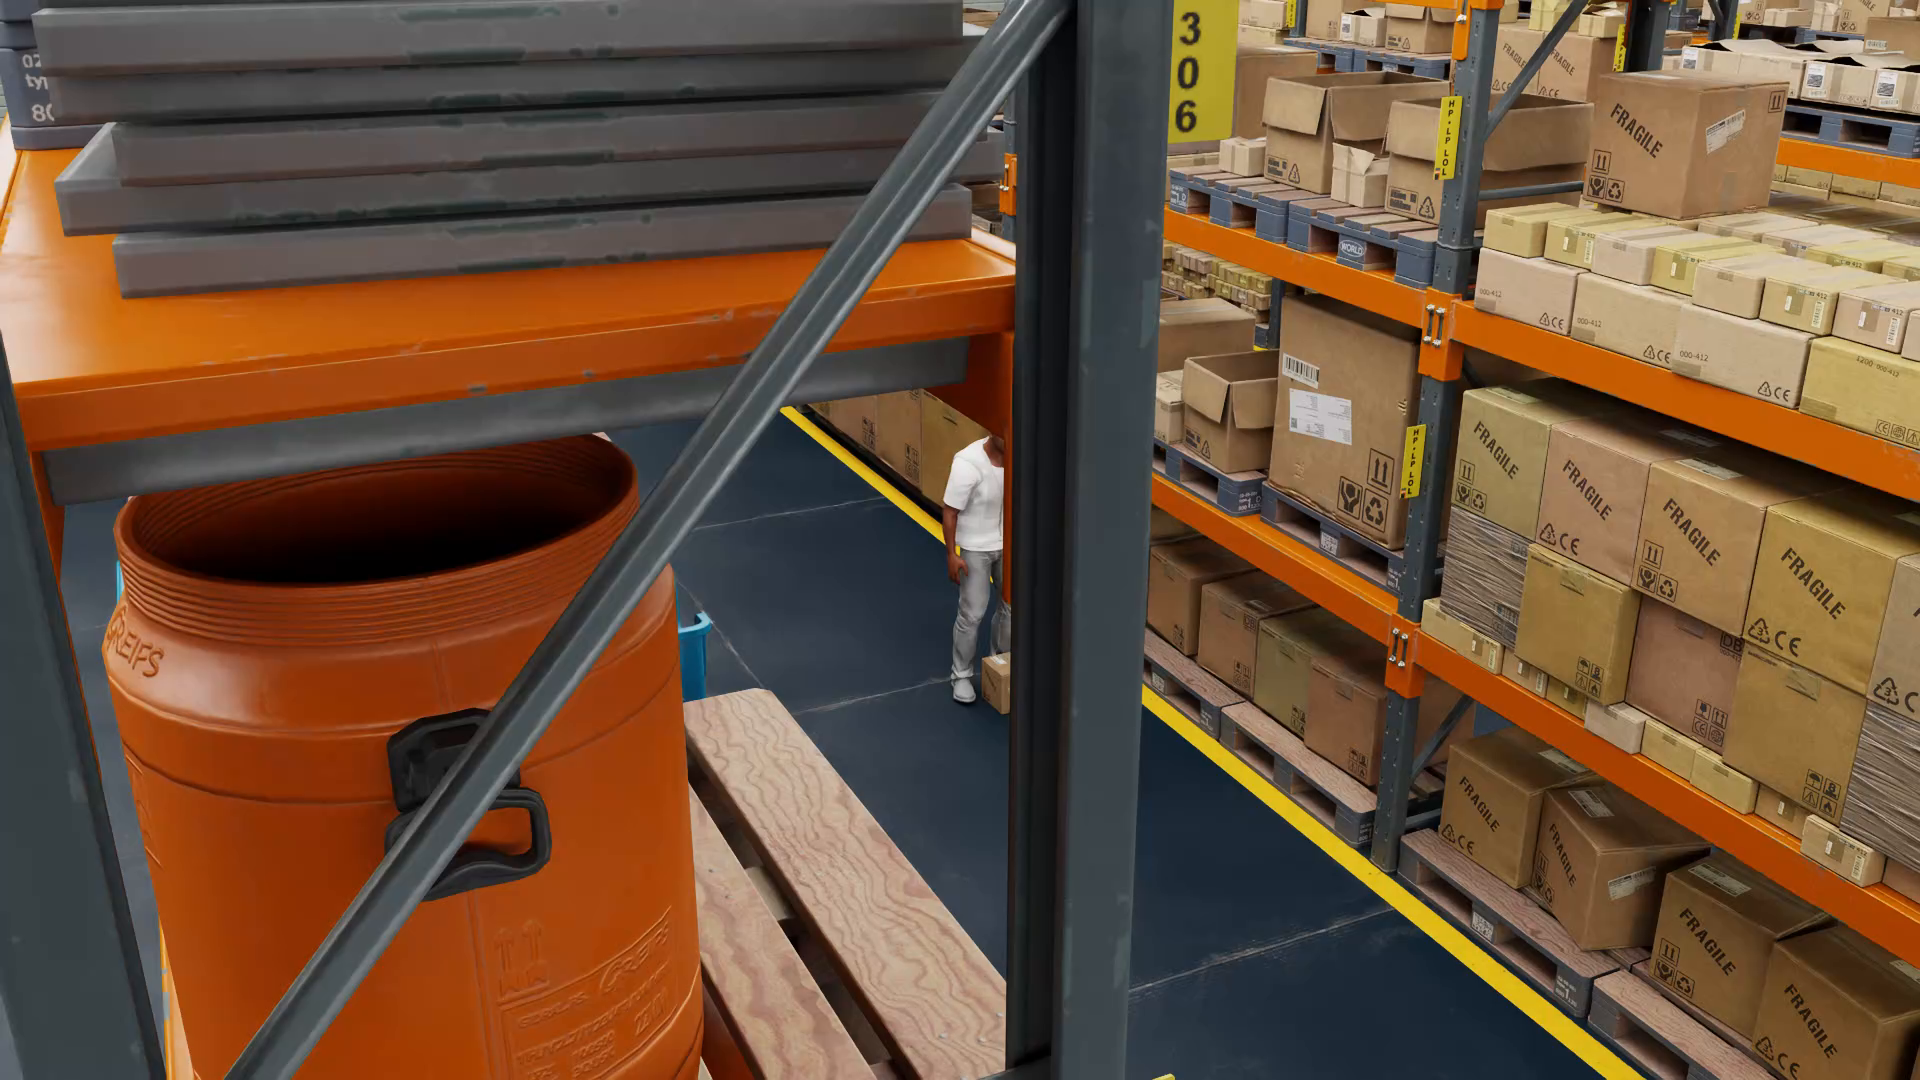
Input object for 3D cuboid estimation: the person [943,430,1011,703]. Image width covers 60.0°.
[{"bbox_3d":[0.196,0.040,9.466,0.635,1.760,0.456,-12,25,-27],"label":"person"}]
